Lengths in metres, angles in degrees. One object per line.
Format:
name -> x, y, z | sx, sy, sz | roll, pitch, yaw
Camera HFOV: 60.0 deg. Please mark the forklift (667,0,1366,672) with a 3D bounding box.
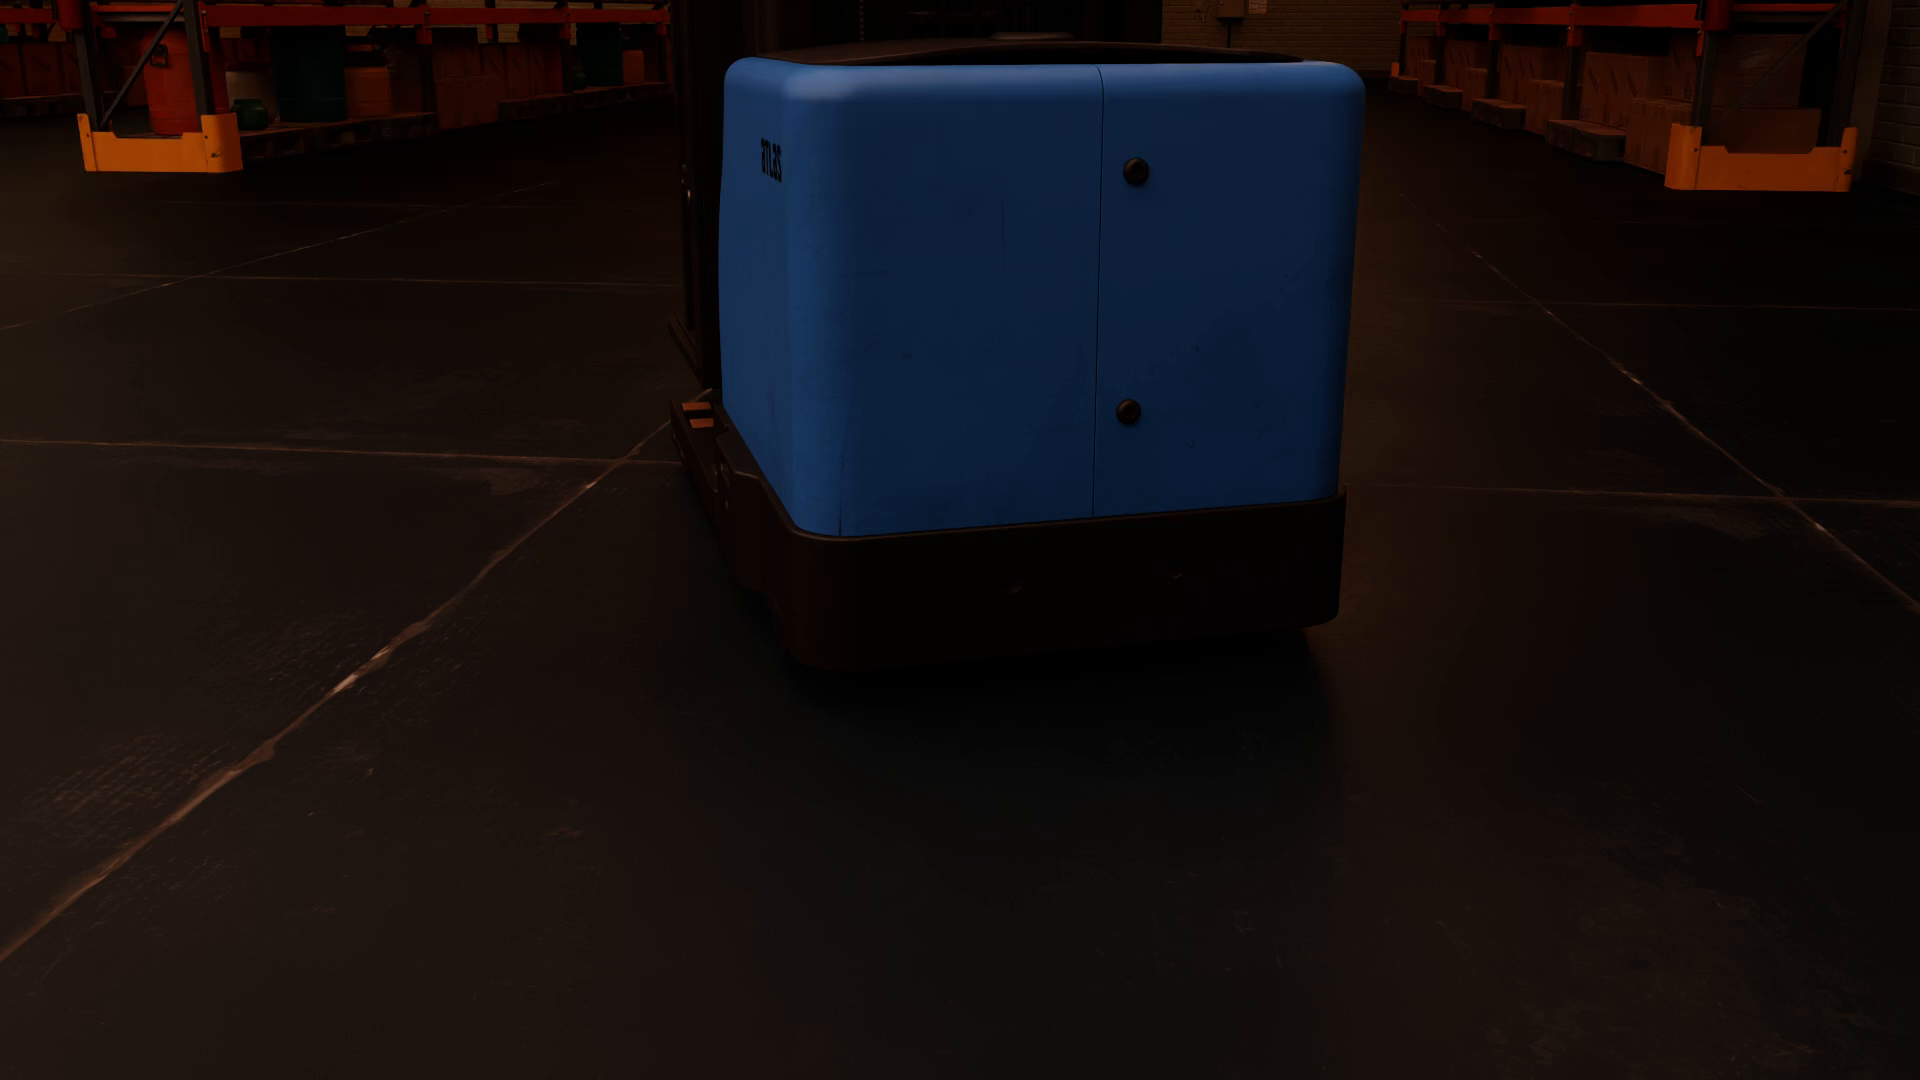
forklift -> -0.159, -1.575, 3.946 | 1.130, 2.935, 3.031 | -5, 18, -14
